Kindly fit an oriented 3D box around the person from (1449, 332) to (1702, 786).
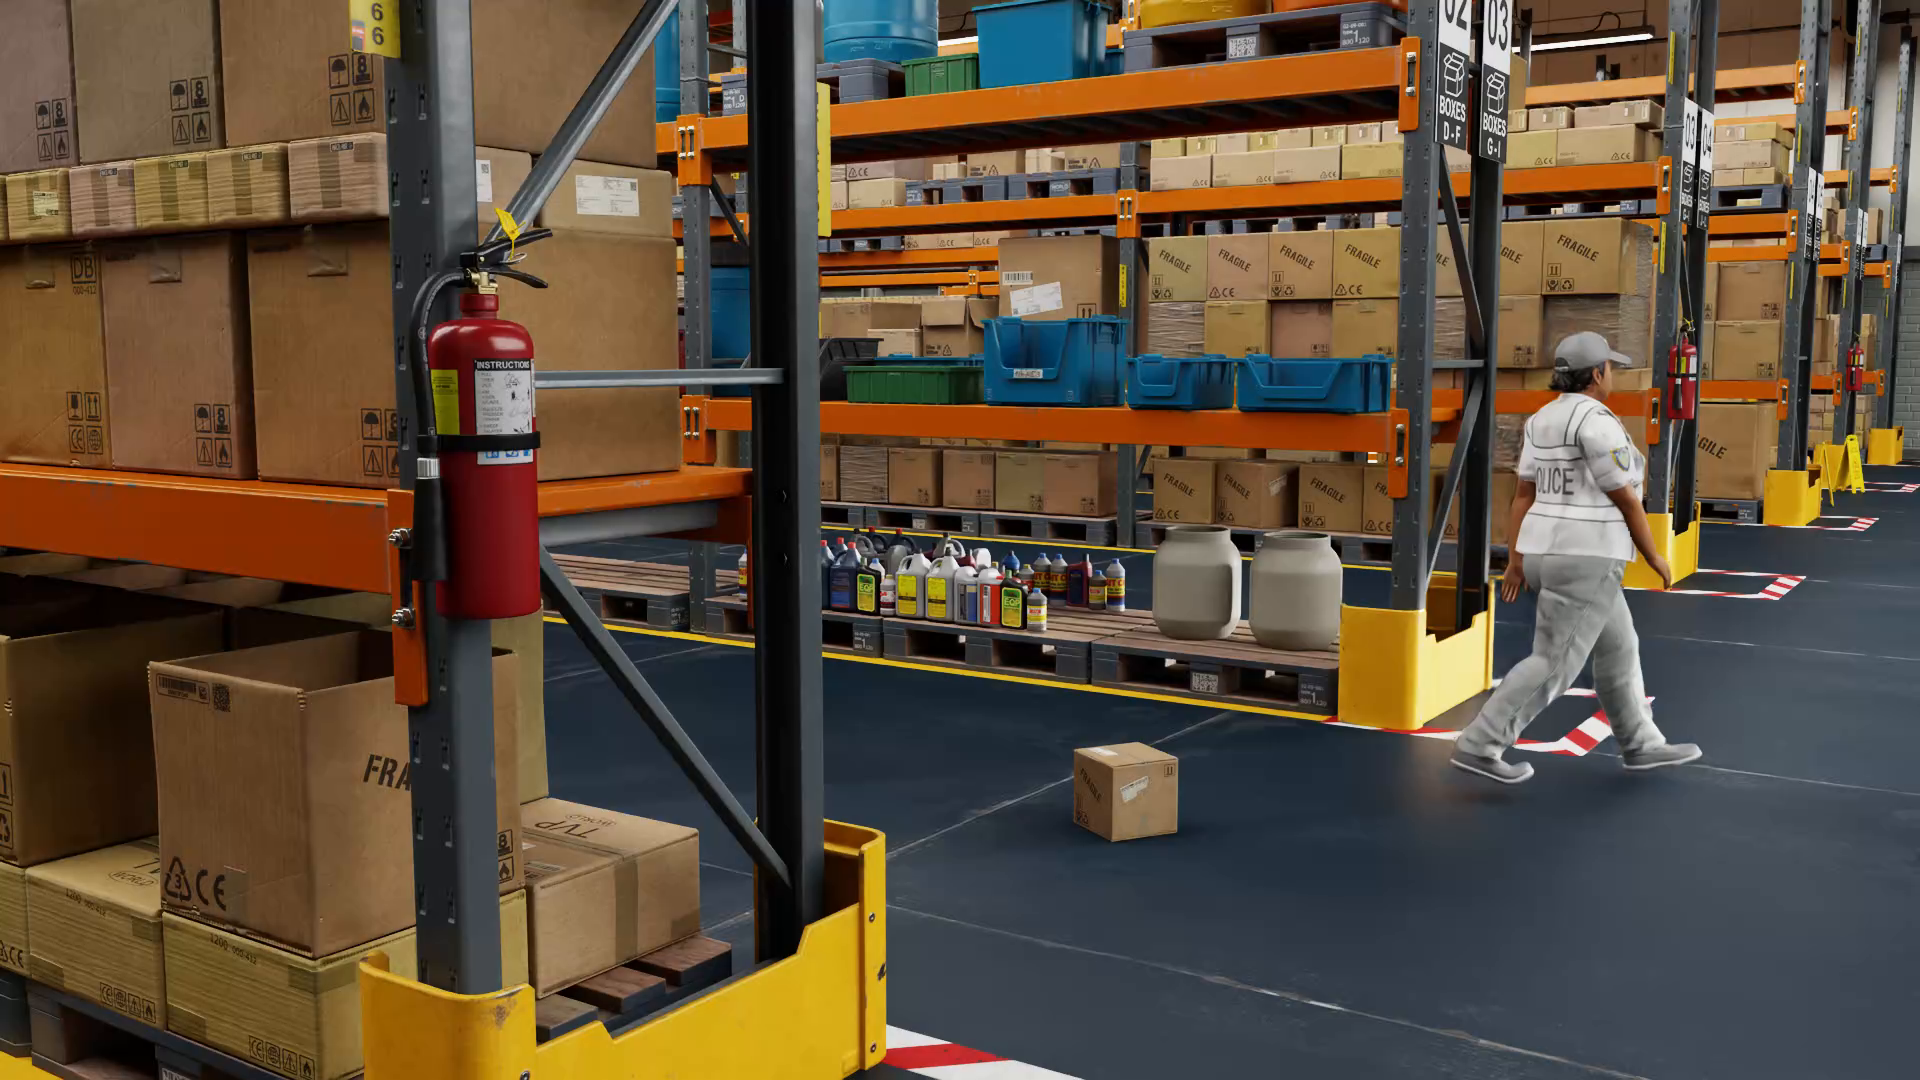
[{"bbox_3d":[2.230,0.067,5.908,1.044,1.604,0.469,-1,6,-5],"label":"person"}]
